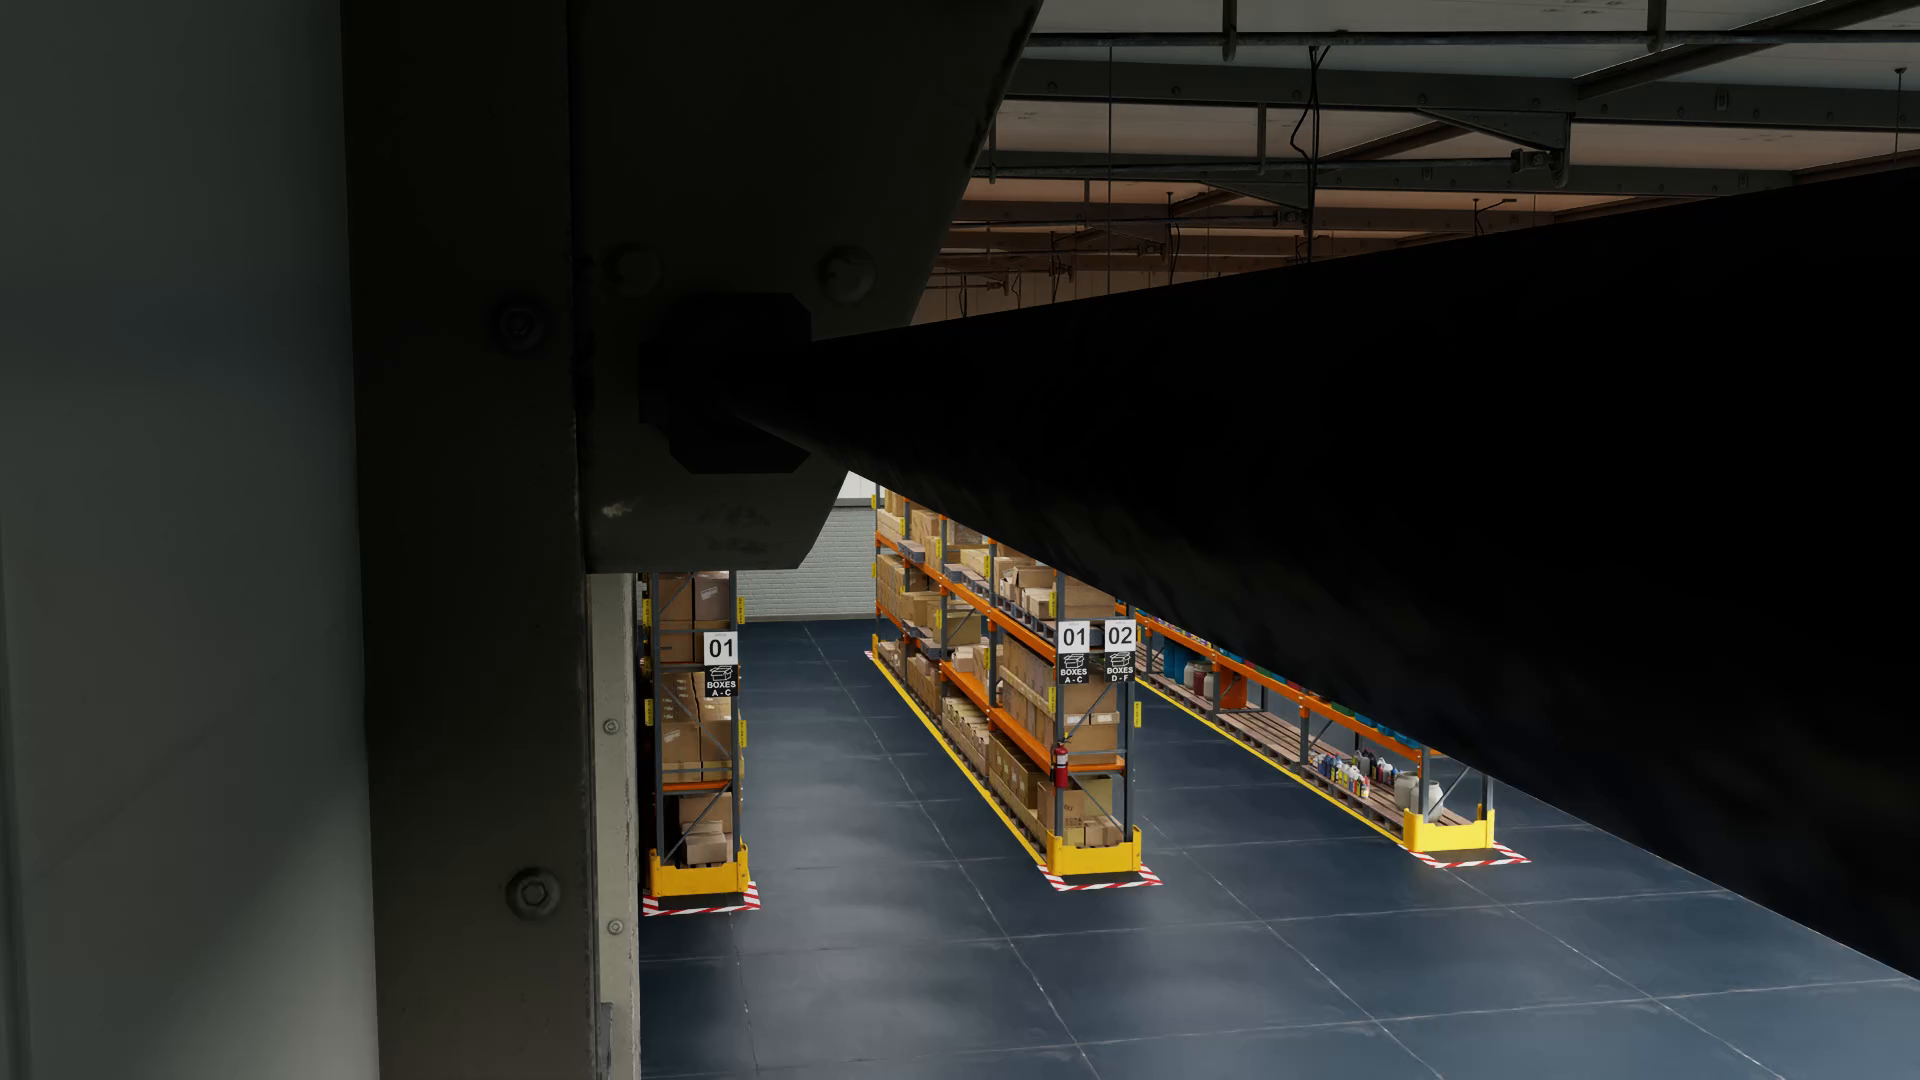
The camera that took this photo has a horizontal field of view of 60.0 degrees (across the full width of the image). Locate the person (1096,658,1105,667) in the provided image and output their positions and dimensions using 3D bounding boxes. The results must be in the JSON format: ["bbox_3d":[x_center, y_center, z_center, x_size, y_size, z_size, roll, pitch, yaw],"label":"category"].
[{"bbox_3d":[2.887,2.100,32.583,0.651,1.766,0.772,0,6,-3],"label":"person"}]
